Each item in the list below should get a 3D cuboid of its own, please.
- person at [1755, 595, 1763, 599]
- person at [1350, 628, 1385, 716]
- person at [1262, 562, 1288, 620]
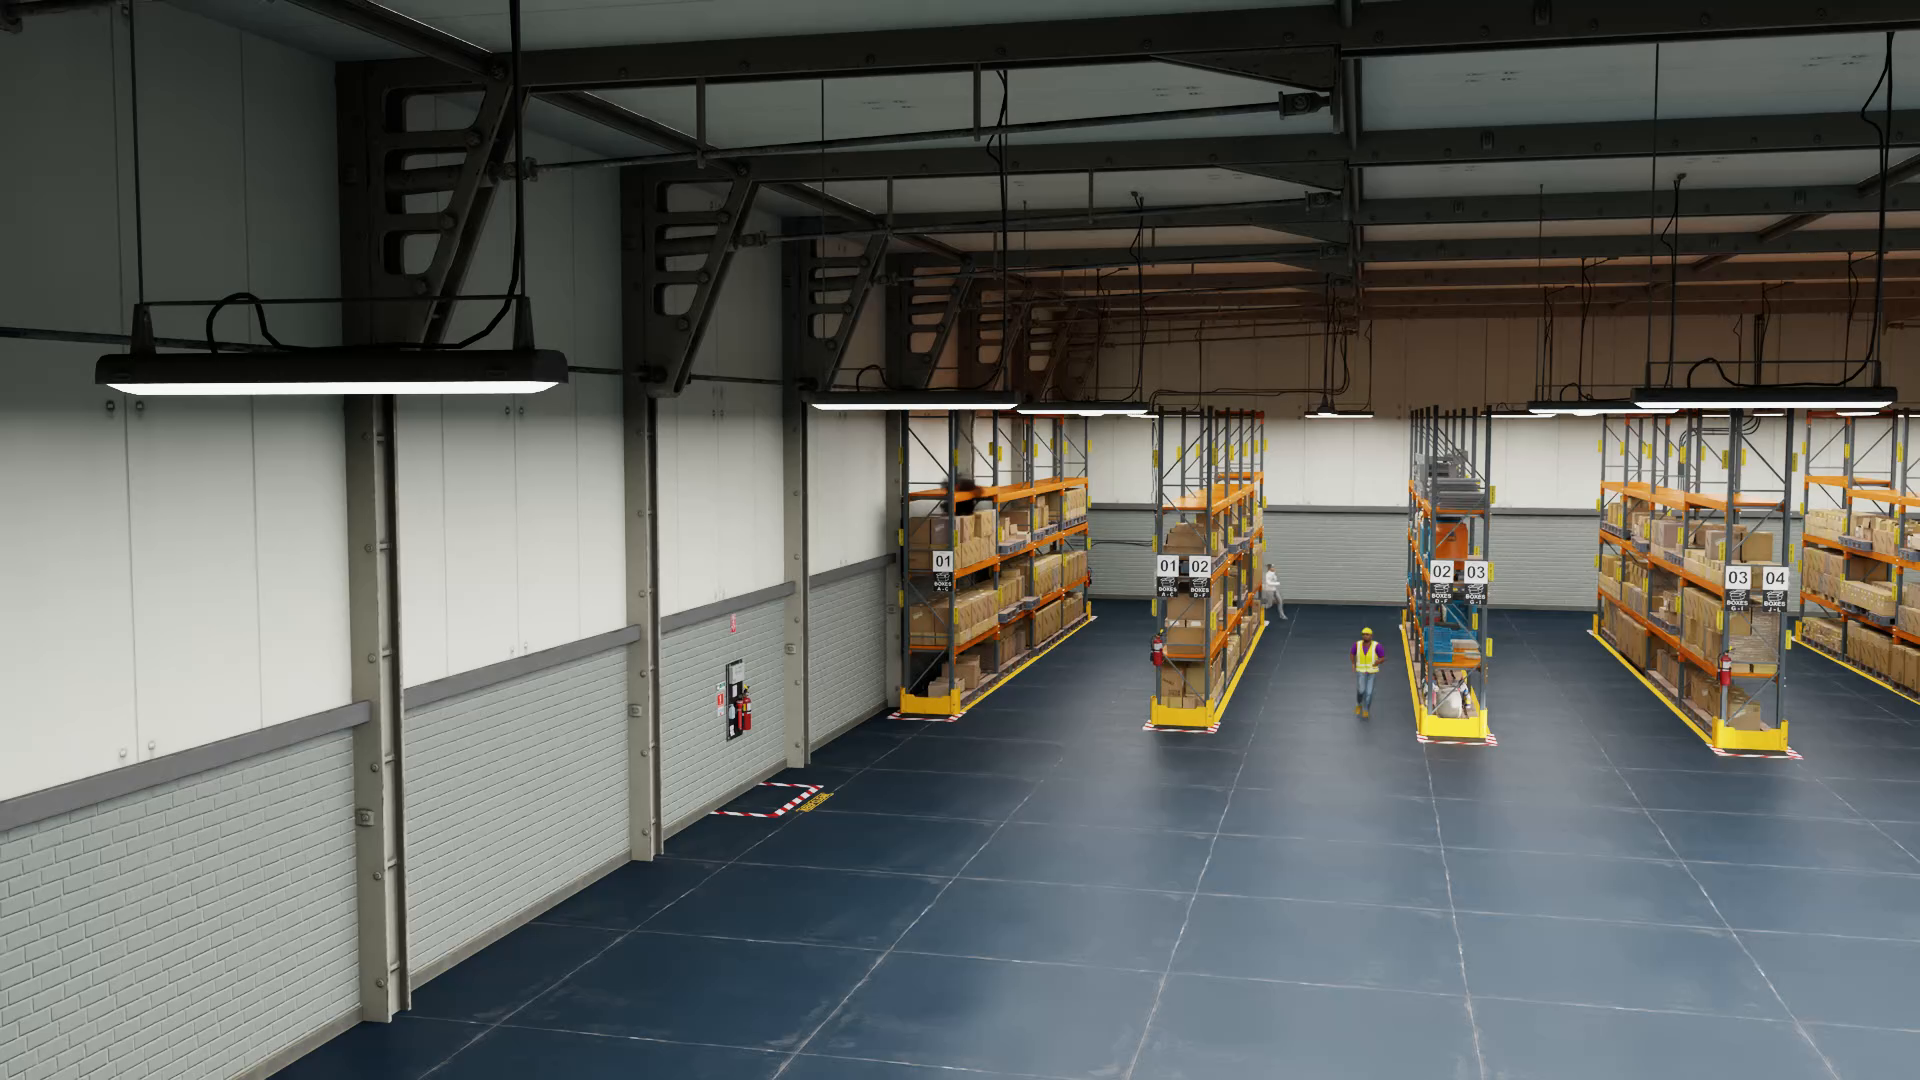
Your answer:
[{"bbox_3d":[20.949,1.695,44.195,0.642,1.769,0.661,-1,4,-16],"label":"person"},{"bbox_3d":[7.835,2.550,32.014,0.675,1.728,0.621,1,4,17],"label":"person"},{"bbox_3d":[8.954,1.474,47.868,0.907,1.676,0.633,2,5,29],"label":"person"}]
